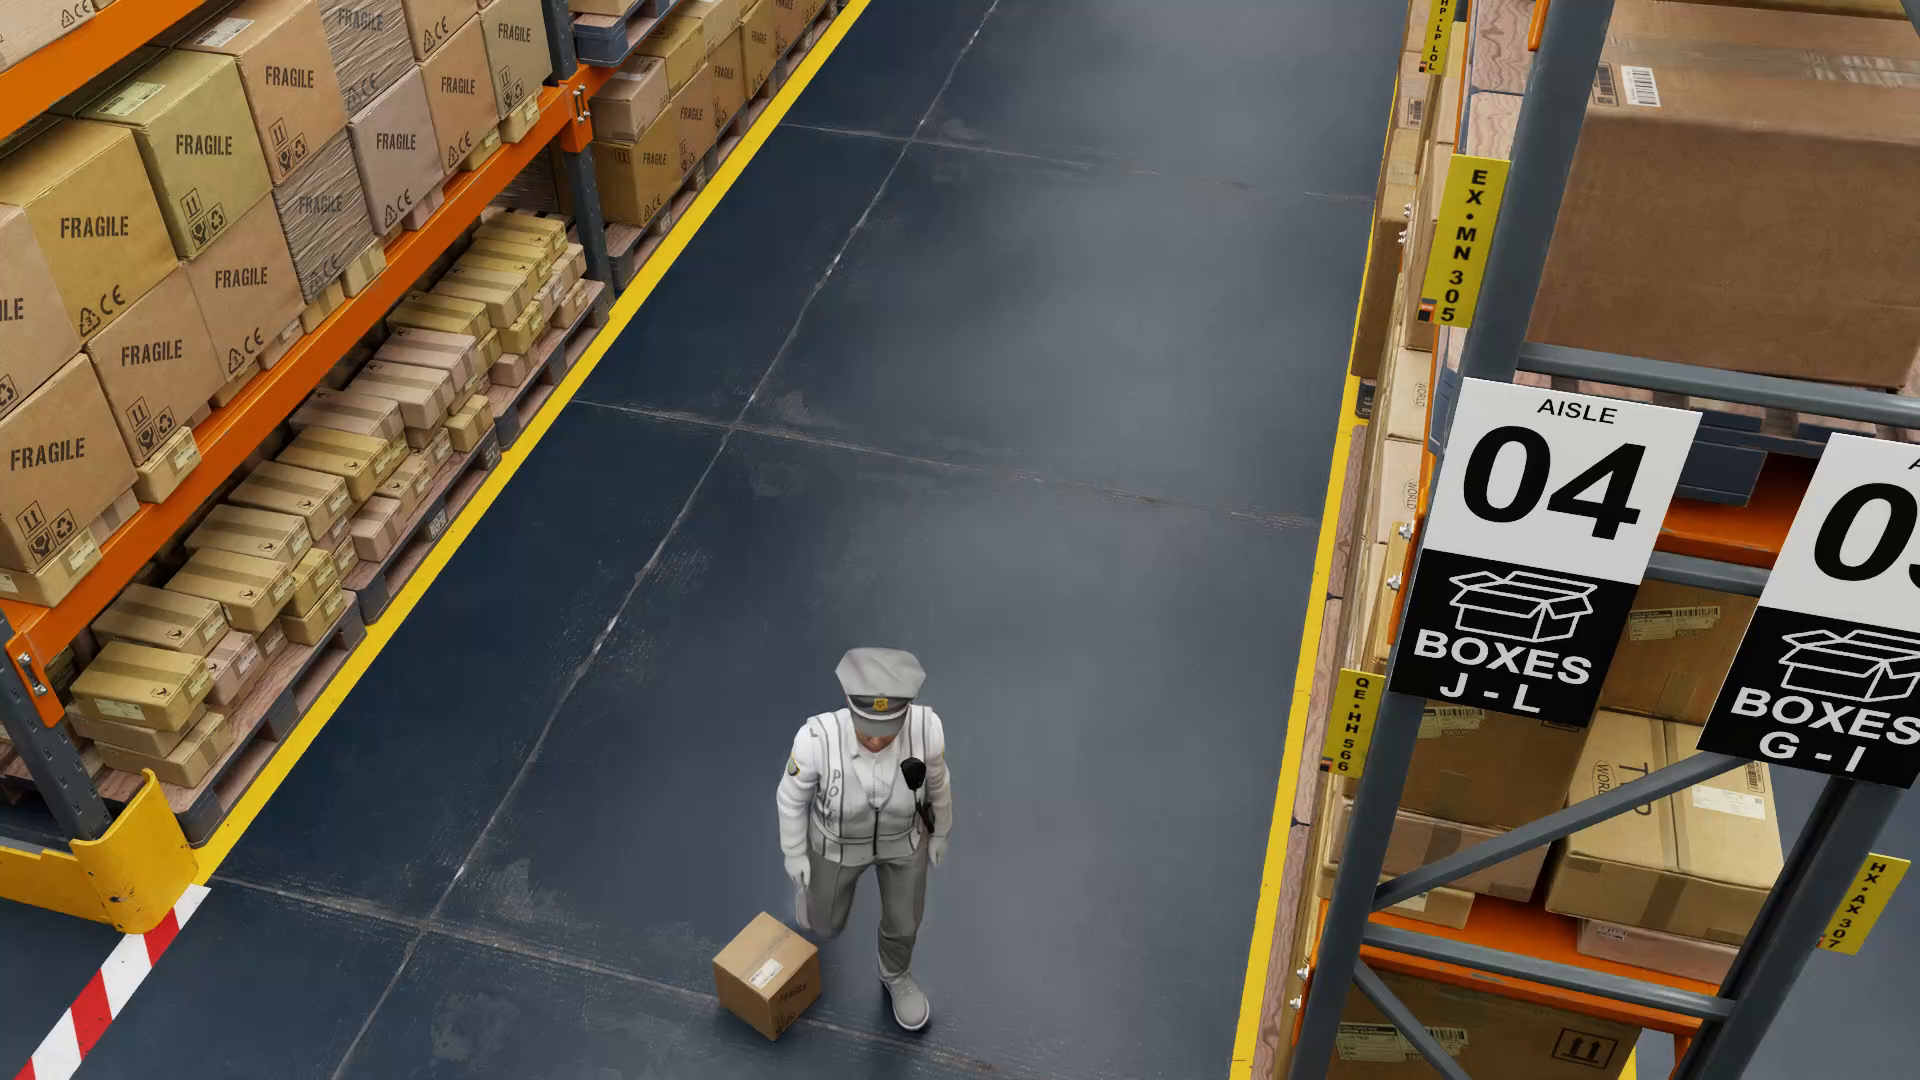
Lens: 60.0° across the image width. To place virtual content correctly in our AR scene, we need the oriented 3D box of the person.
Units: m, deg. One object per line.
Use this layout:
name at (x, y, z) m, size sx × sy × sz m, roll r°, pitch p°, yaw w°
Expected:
person at (-0.303, 0.849, 5.169) m, size 0.531 × 1.651 × 0.642 m, roll -8°, pitch 42°, yaw -9°
